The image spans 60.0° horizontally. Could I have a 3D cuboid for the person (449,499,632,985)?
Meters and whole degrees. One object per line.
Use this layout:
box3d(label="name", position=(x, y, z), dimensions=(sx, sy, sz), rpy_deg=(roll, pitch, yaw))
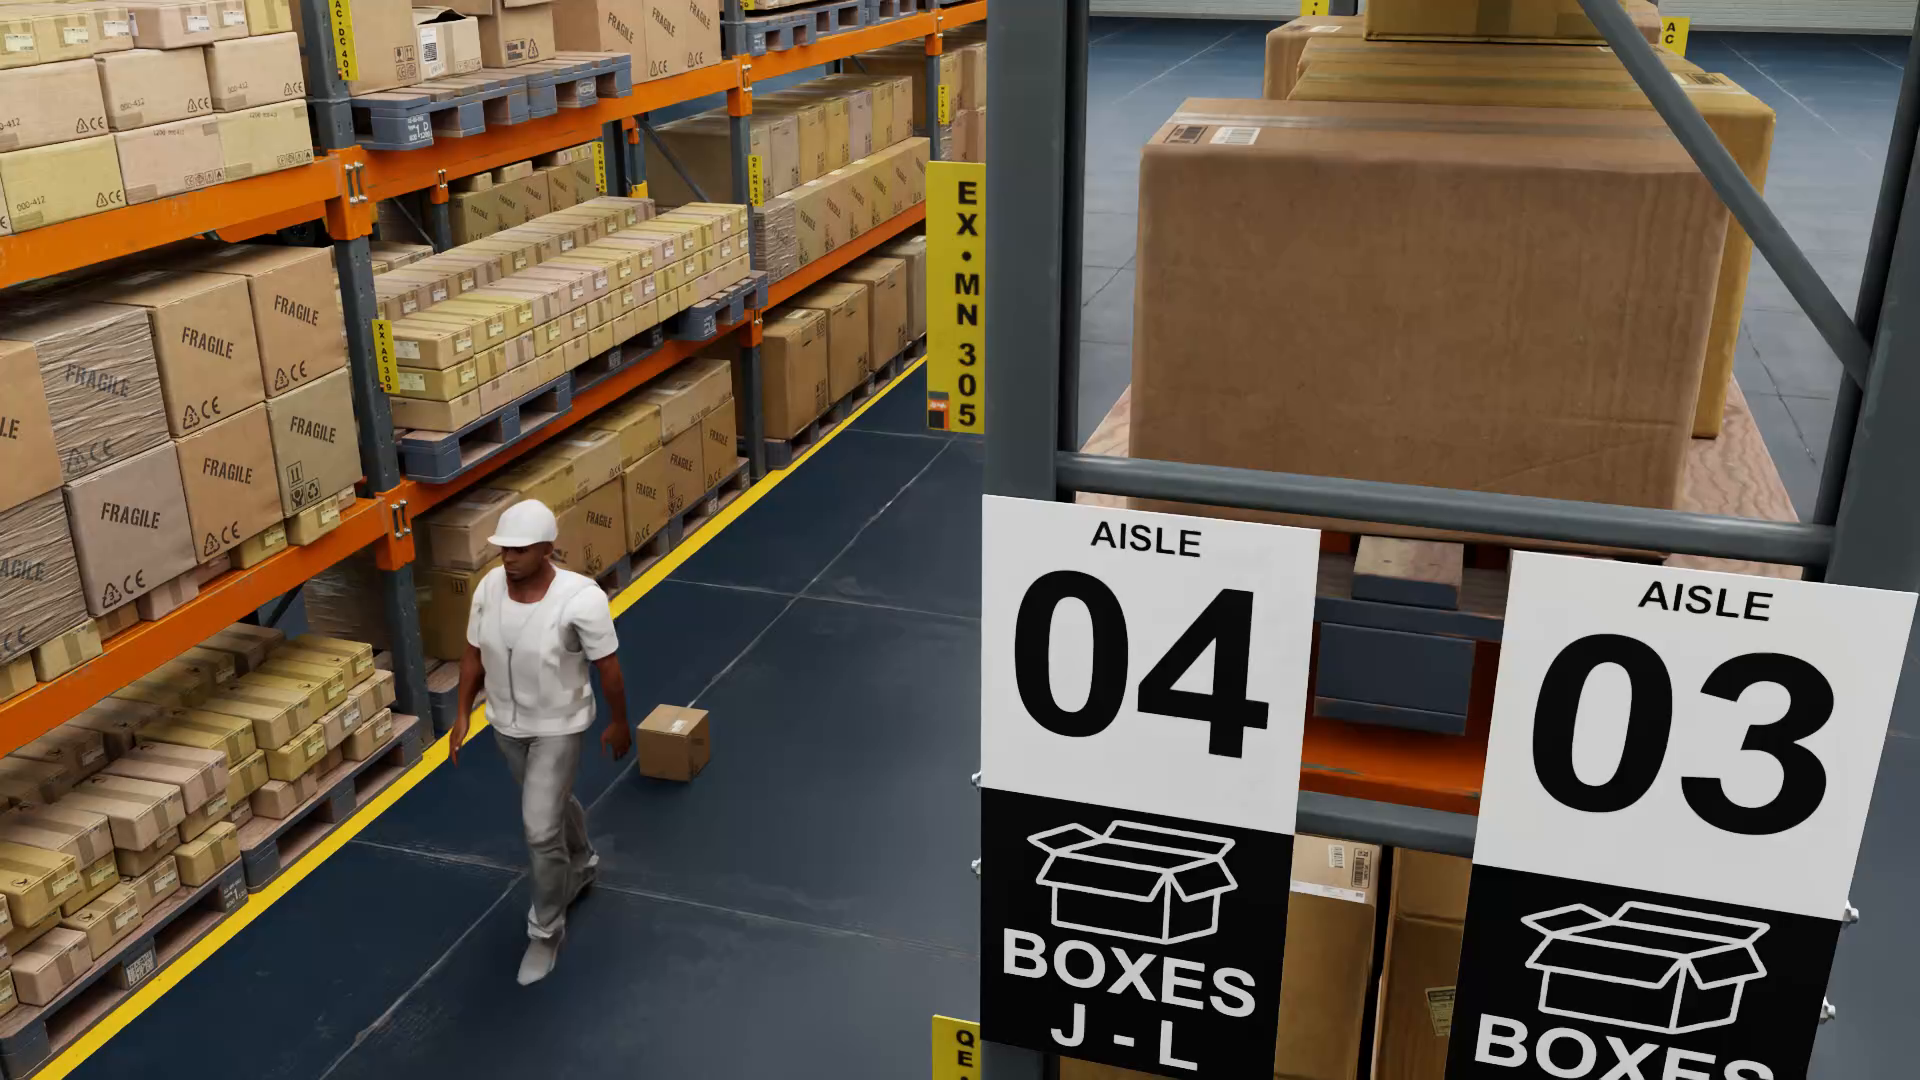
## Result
box3d(label="person", position=(-1.606, 0.732, 6.262), dimensions=(0.601, 1.819, 0.701), rpy_deg=(10, 24, 23))
